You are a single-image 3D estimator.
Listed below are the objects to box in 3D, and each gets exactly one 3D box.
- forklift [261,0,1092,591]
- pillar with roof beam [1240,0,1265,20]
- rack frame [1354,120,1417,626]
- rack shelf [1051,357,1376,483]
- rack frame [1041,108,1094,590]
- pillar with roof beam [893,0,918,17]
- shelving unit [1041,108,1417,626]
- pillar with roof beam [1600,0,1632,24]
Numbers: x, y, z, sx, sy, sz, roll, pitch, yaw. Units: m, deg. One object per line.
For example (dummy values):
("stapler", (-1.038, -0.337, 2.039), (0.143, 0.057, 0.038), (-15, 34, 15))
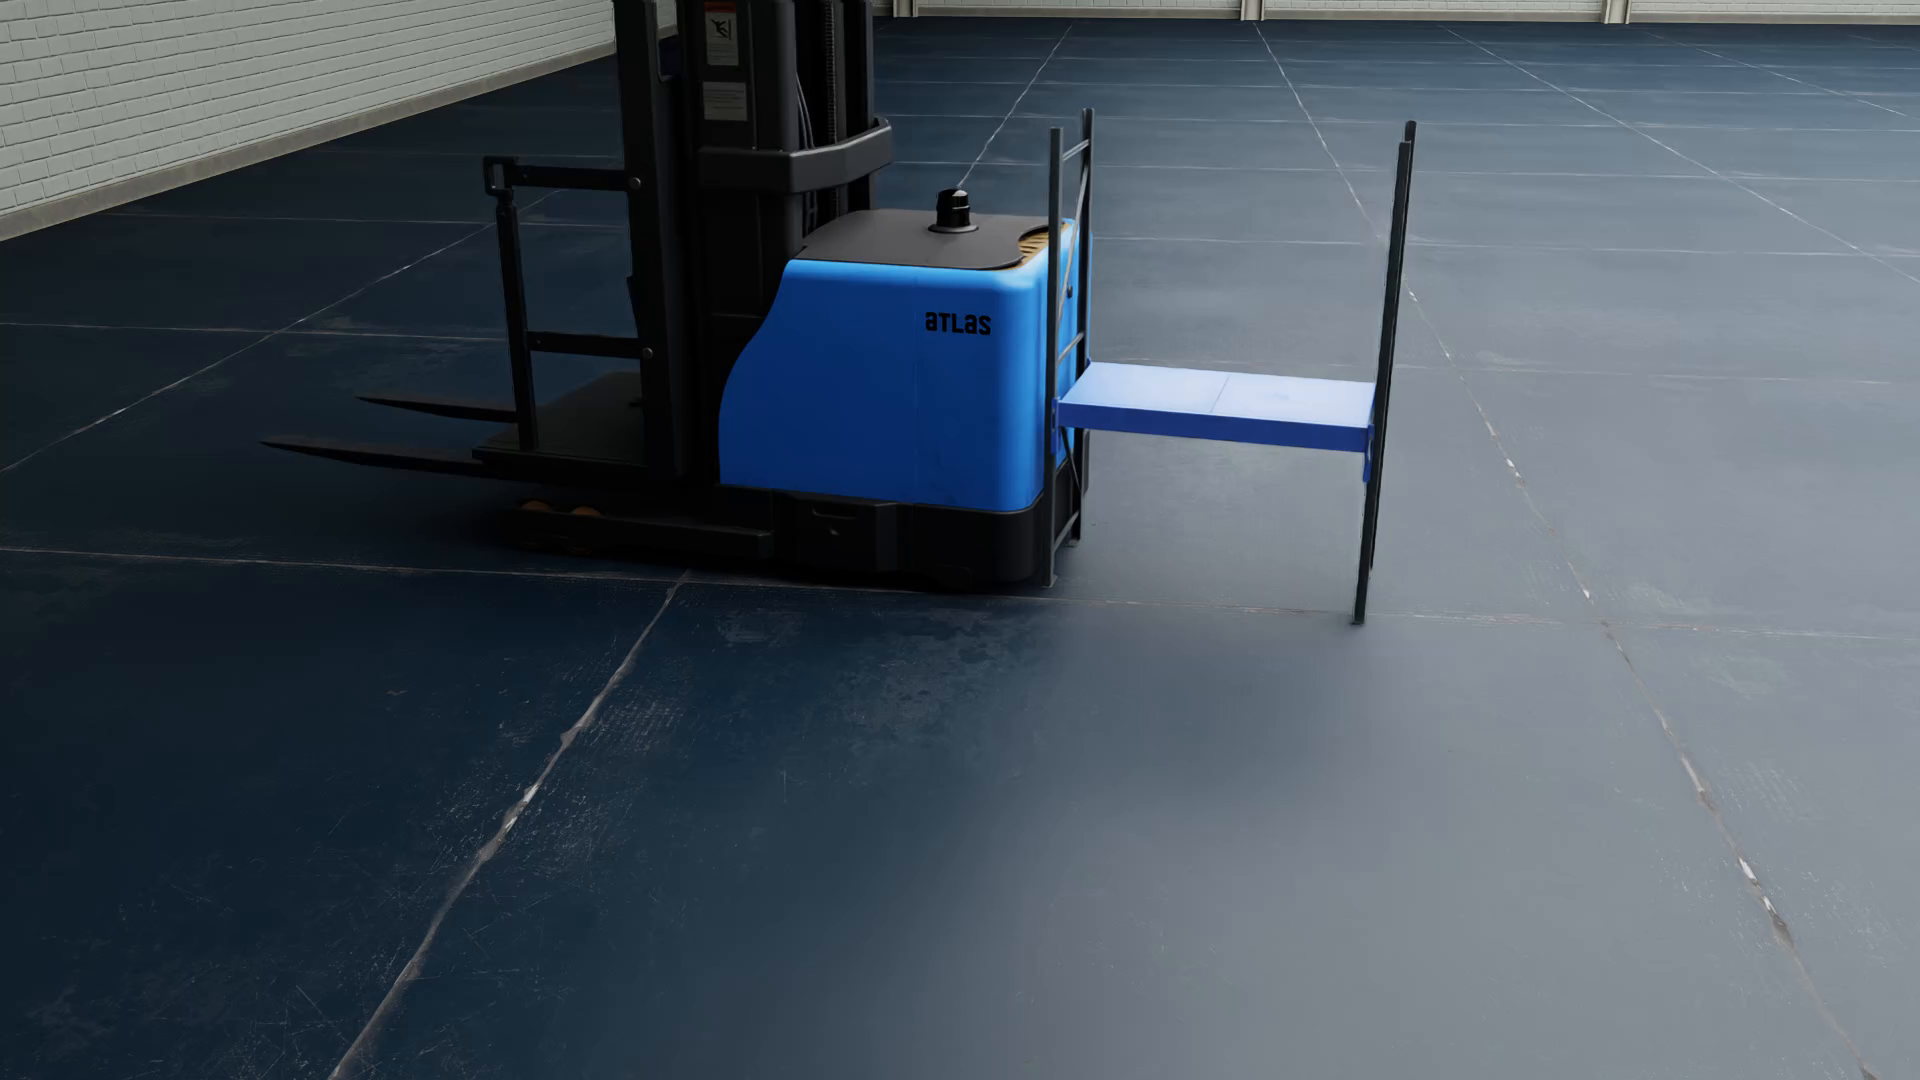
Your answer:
("forklift", (-1.095, -1.489, 5.719), (3.031, 2.935, 1.130), (6, 22, 15))
("pillar with roof beam", (4.499, -11.539, 22.888), (0.400, 9.000, 9.100), (2, 22, 6))
("rack frame", (1.331, -0.517, 5.207), (0.032, 1.500, 0.500), (6, 22, 15))
("rack shelf", (0.842, -0.402, 5.405), (1.000, 0.185, 0.538), (6, 22, 15))
("rack frame", (0.354, -0.621, 5.471), (0.032, 1.500, 0.500), (6, 22, 15))
("pillar with roof beam", (-1.459, -11.799, 23.545), (0.400, 9.000, 9.100), (2, 22, 6))
("shelving unit", (0.842, -0.569, 5.339), (1.048, 1.500, 0.538), (6, 22, 15))
("pillar with roof beam", (10.457, -11.280, 22.232), (0.400, 9.000, 9.100), (2, 22, 6))
